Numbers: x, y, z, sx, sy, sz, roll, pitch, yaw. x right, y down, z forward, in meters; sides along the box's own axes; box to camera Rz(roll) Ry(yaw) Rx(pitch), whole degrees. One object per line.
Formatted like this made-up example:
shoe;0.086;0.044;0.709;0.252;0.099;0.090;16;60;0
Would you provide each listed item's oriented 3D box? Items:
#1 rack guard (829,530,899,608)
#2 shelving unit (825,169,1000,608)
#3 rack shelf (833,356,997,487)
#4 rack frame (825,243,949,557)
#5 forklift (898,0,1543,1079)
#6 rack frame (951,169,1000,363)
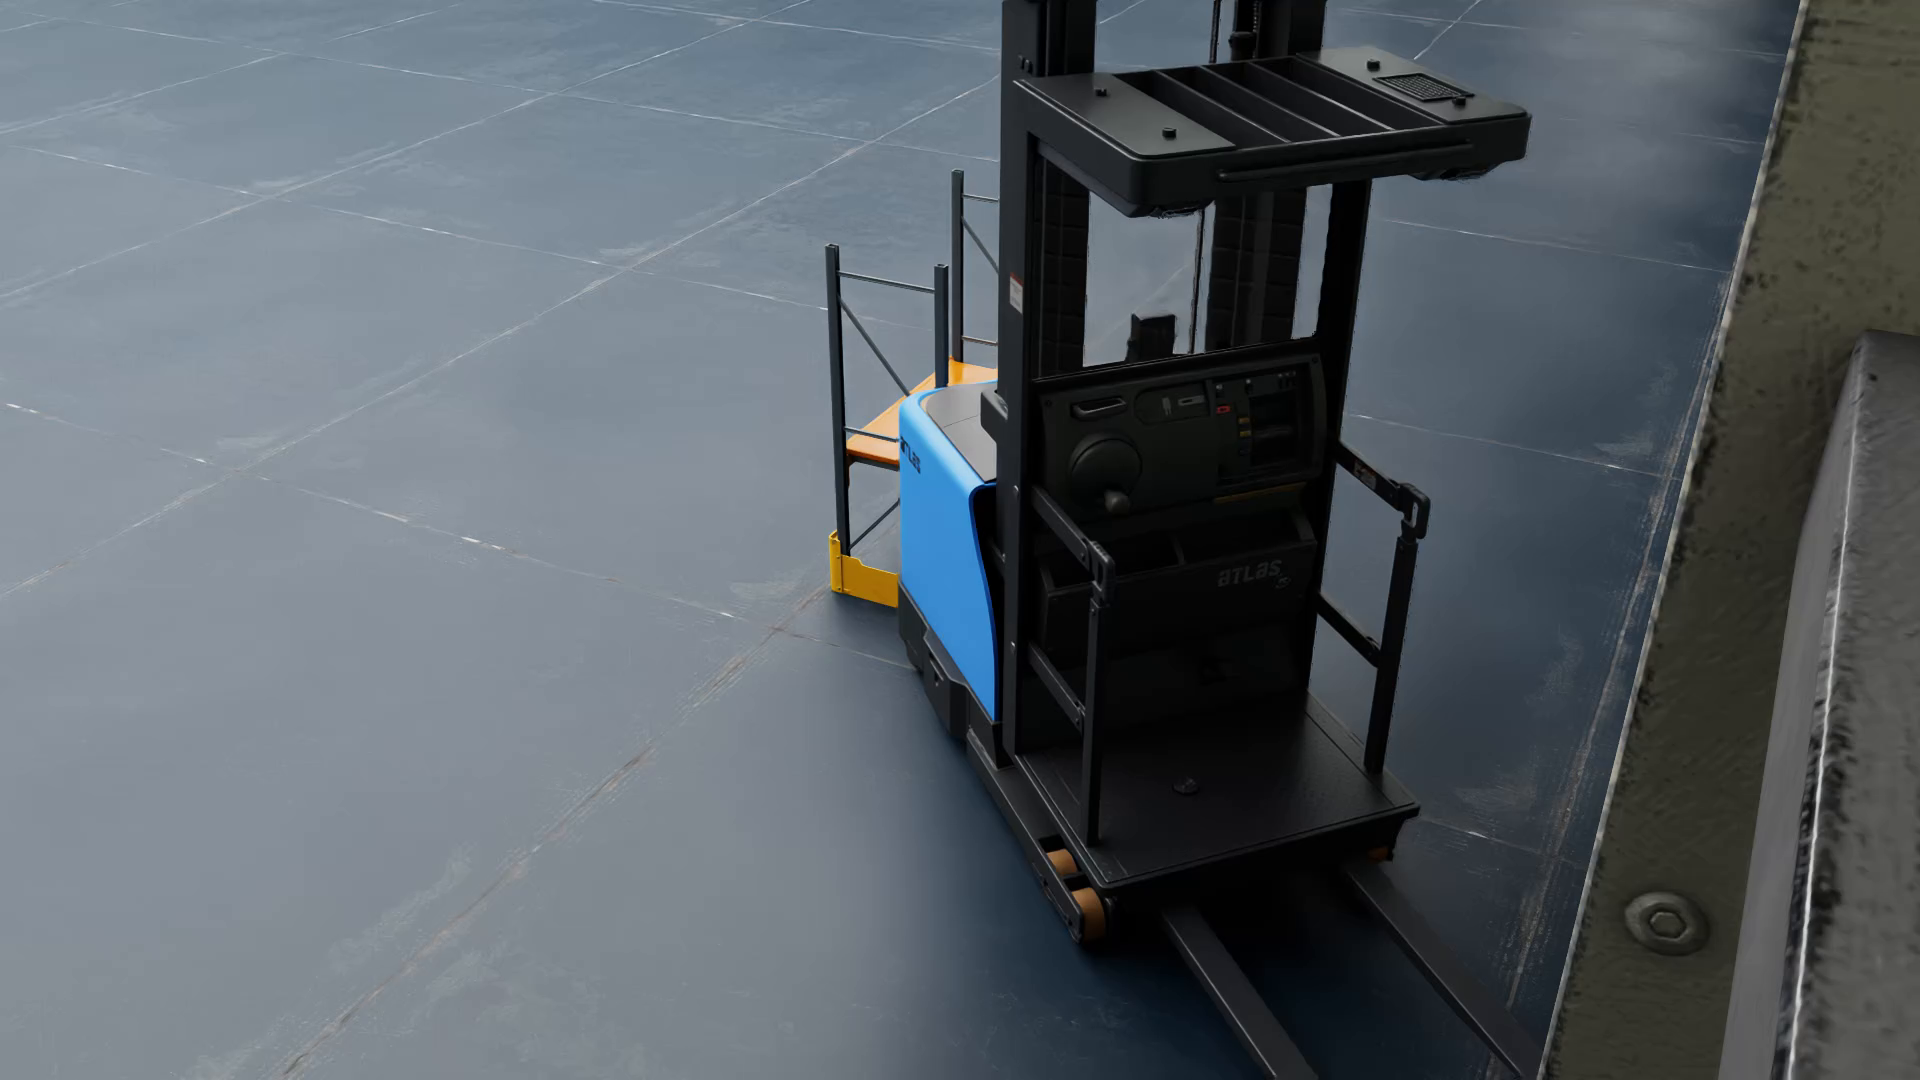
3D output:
rack guard;-0.262;0.146;6.757;0.587;0.250;0.087;14;33;23
shelving unit;-0.035;-0.617;6.831;0.587;1.500;1.083;14;33;23
rack shelf;-0.039;-0.457;6.913;0.538;0.185;1.000;14;33;23
rack frame;-0.270;-0.387;6.431;0.500;1.500;0.032;14;33;23
forklift;0.752;-0.270;4.789;1.130;2.935;3.031;-11;32;-18
rack frame;0.193;-0.838;7.216;0.500;1.500;0.032;14;33;23
